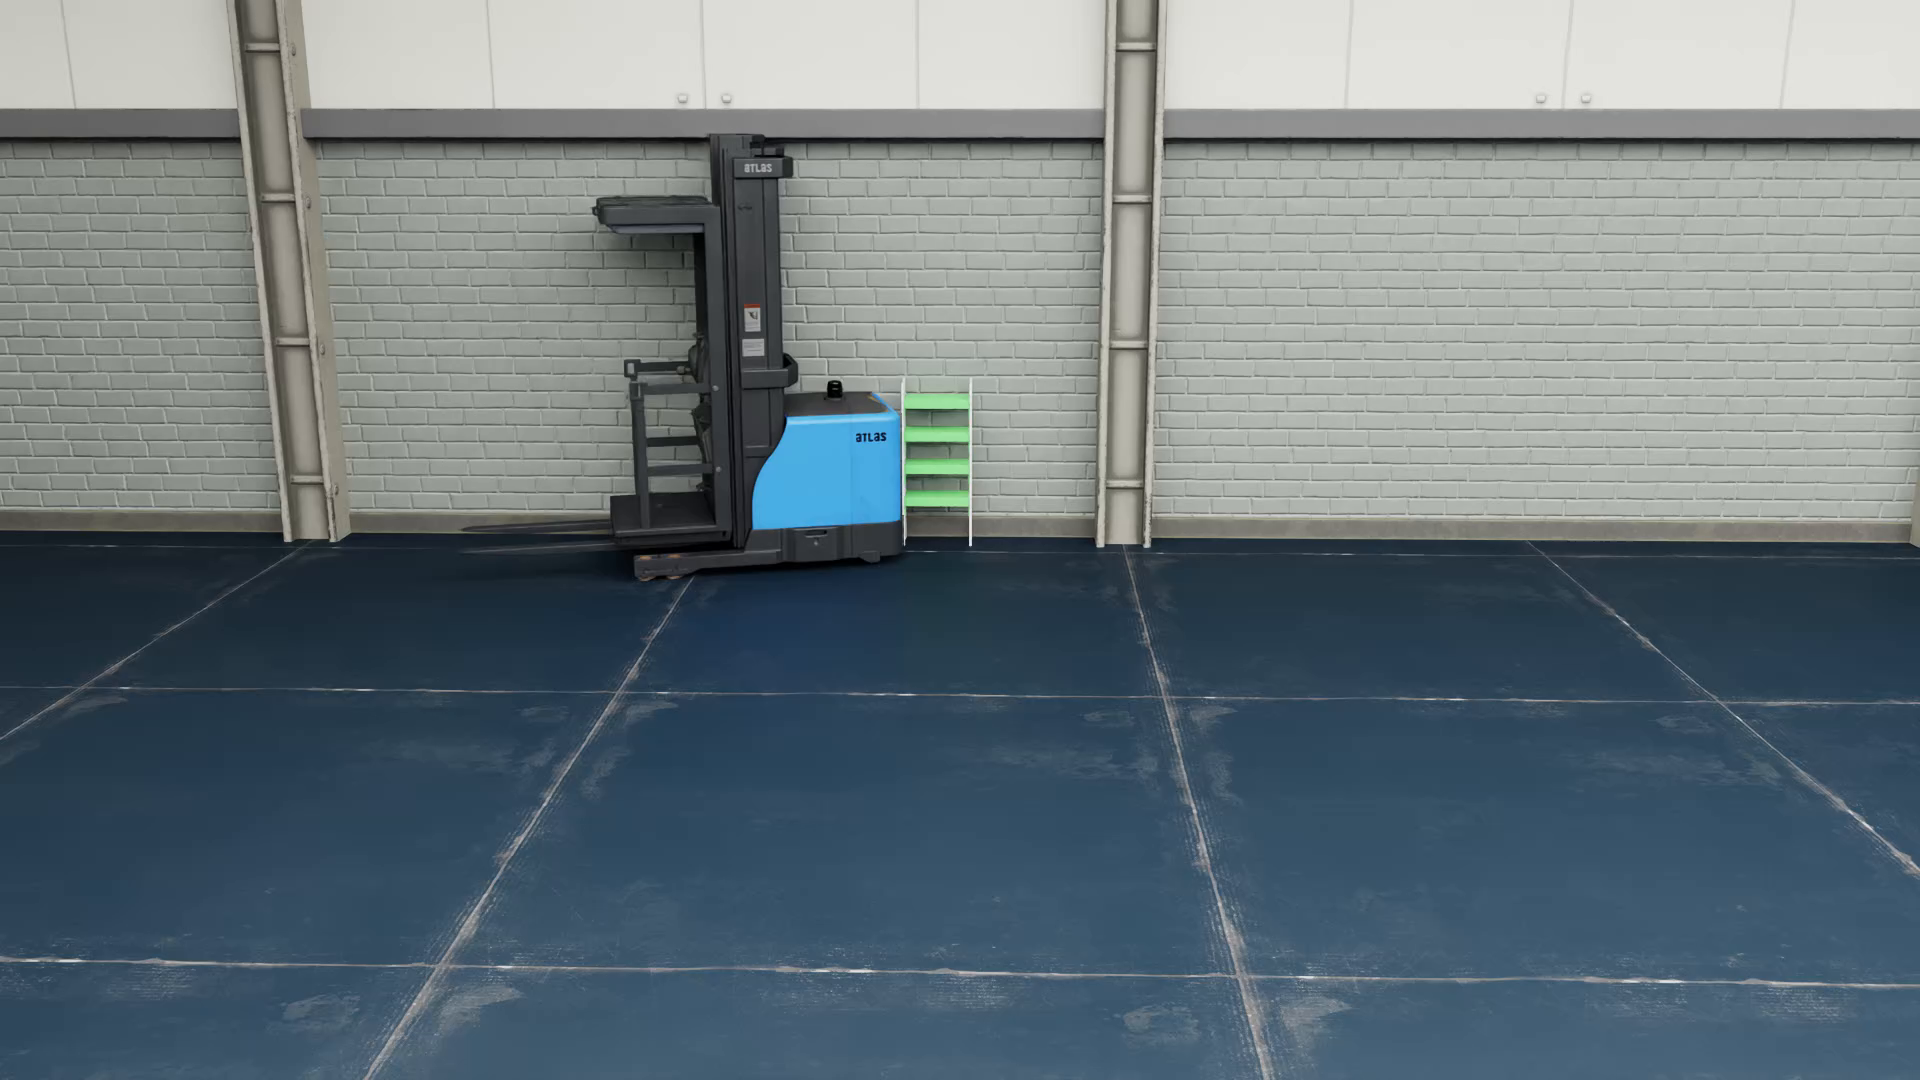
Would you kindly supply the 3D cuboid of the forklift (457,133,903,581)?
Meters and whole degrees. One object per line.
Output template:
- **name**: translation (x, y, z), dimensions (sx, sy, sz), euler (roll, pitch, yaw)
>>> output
- **forklift**: translation (-1.975, -1.288, 11.475), dimensions (3.031, 2.935, 1.130), euler (-3, 15, -13)

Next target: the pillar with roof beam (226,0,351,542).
- **pillar with roof beam**: translation (-4.909, -3.279, 7.129), dimensions (0.400, 9.000, 9.100), euler (0, 15, 1)

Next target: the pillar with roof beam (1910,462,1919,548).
- **pillar with roof beam**: translation (7.087, -3.201, 6.833), dimensions (0.400, 9.000, 9.100), euler (0, 15, 1)

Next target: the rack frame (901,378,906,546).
- **rack frame**: translation (-0.410, -0.570, 12.147), dimensions (0.015, 1.200, 0.240), euler (0, 15, 1)

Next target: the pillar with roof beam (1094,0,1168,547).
- **pillar with roof beam**: translation (1.089, -3.240, 6.981), dimensions (0.400, 9.000, 9.100), euler (0, 15, 1)

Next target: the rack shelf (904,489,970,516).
- **rack shelf**: translation (-0.166, -0.275, 12.220), dimensions (0.480, 0.148, 0.258), euler (0, 15, 1)

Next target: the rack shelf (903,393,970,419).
- **rack shelf**: translation (-0.166, -0.972, 12.039), dimensions (0.480, 0.148, 0.258), euler (0, 15, 1)

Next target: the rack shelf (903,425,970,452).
- **rack shelf**: translation (-0.166, -0.740, 12.099), dimensions (0.480, 0.148, 0.258), euler (0, 15, 1)

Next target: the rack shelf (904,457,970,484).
- **rack shelf**: translation (-0.166, -0.508, 12.160), dimensions (0.480, 0.148, 0.258), euler (0, 15, 1)

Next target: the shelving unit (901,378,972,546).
- **shelving unit**: translation (-0.166, -0.569, 12.144), dimensions (0.503, 1.200, 0.258), euler (0, 15, 1)

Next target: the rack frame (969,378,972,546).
- **rack frame**: translation (0.078, -0.568, 12.140), dimensions (0.015, 1.200, 0.240), euler (0, 15, 1)
